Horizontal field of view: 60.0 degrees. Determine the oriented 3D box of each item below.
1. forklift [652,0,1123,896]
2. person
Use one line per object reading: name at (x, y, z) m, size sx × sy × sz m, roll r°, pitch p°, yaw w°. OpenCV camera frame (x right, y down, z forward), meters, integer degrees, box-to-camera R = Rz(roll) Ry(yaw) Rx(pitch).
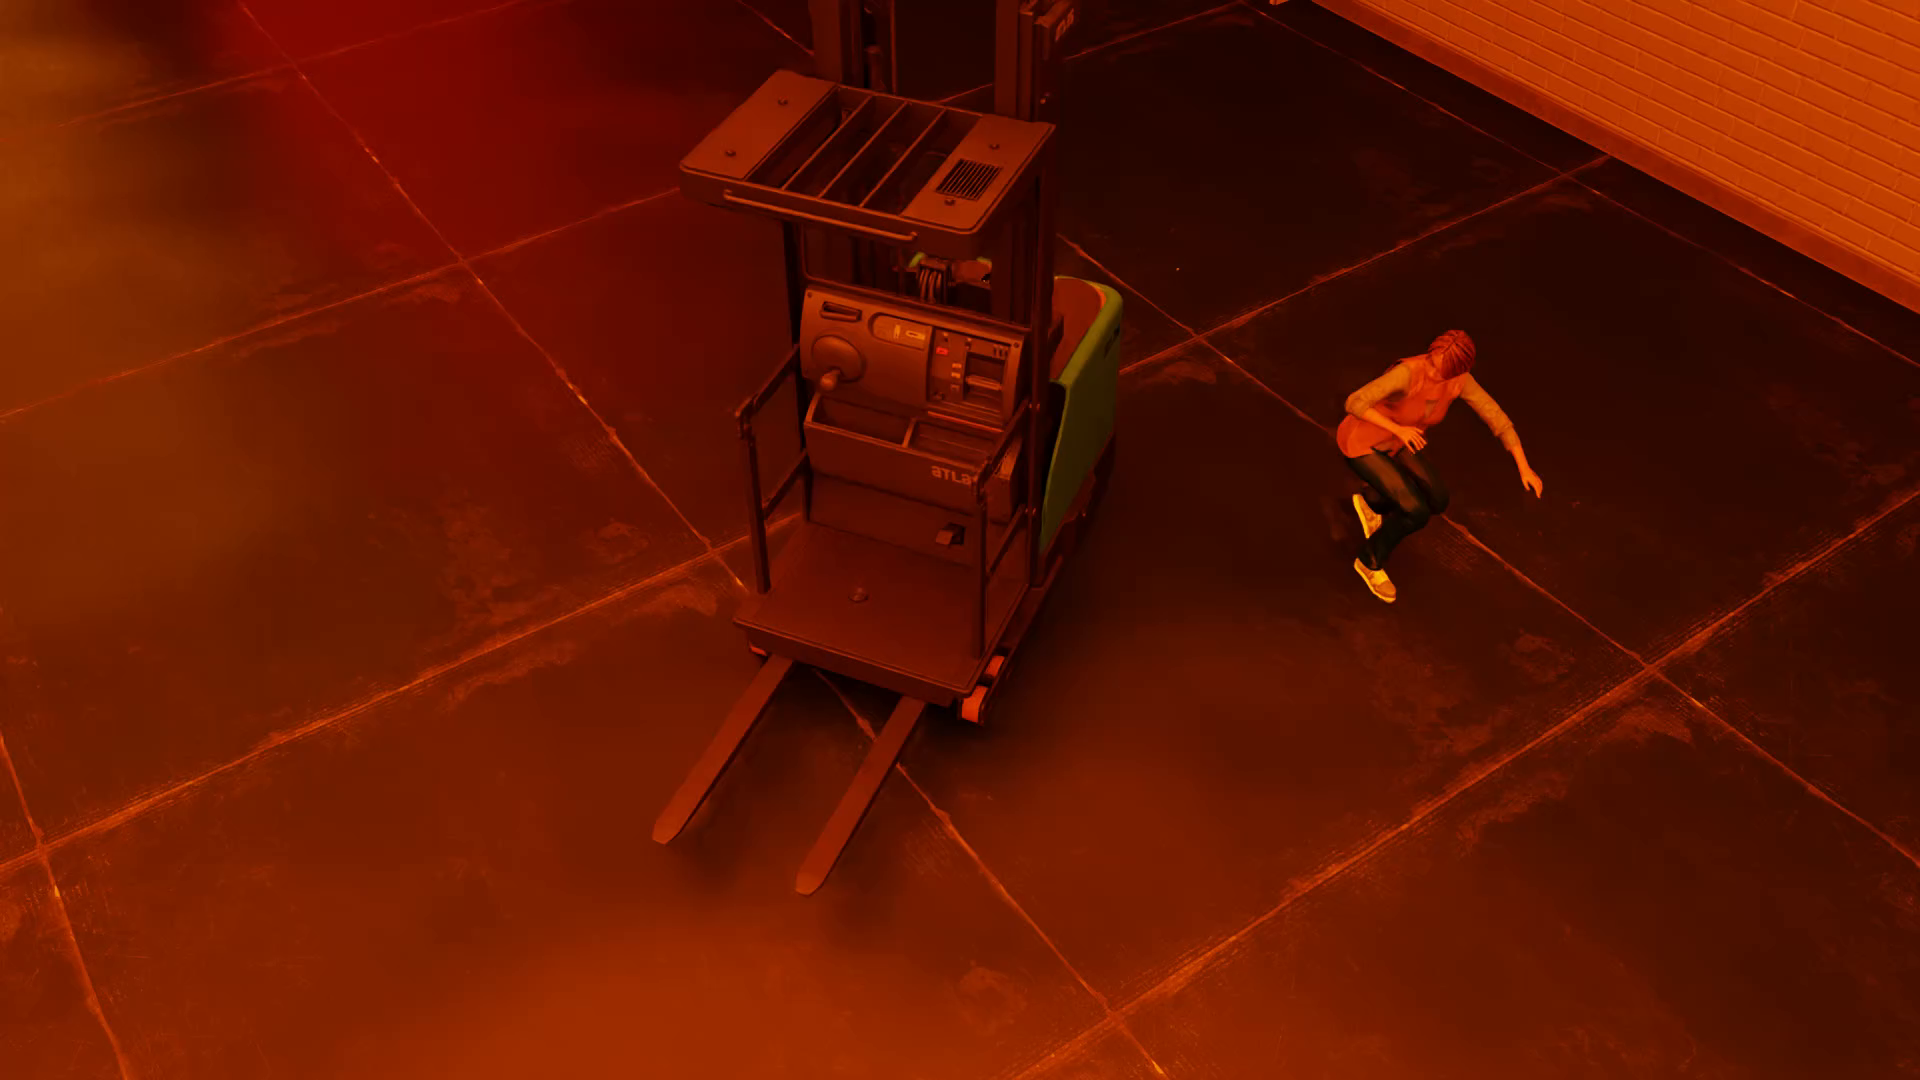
forklift at (-0.280, -0.635, 6.405) m, size 1.130 × 2.935 × 3.031 m, roll 16°, pitch 45°, yaw 16°
person at (2.011, -0.308, 7.234) m, size 0.643 × 1.330 × 0.881 m, roll -27°, pitch 49°, yaw -26°
